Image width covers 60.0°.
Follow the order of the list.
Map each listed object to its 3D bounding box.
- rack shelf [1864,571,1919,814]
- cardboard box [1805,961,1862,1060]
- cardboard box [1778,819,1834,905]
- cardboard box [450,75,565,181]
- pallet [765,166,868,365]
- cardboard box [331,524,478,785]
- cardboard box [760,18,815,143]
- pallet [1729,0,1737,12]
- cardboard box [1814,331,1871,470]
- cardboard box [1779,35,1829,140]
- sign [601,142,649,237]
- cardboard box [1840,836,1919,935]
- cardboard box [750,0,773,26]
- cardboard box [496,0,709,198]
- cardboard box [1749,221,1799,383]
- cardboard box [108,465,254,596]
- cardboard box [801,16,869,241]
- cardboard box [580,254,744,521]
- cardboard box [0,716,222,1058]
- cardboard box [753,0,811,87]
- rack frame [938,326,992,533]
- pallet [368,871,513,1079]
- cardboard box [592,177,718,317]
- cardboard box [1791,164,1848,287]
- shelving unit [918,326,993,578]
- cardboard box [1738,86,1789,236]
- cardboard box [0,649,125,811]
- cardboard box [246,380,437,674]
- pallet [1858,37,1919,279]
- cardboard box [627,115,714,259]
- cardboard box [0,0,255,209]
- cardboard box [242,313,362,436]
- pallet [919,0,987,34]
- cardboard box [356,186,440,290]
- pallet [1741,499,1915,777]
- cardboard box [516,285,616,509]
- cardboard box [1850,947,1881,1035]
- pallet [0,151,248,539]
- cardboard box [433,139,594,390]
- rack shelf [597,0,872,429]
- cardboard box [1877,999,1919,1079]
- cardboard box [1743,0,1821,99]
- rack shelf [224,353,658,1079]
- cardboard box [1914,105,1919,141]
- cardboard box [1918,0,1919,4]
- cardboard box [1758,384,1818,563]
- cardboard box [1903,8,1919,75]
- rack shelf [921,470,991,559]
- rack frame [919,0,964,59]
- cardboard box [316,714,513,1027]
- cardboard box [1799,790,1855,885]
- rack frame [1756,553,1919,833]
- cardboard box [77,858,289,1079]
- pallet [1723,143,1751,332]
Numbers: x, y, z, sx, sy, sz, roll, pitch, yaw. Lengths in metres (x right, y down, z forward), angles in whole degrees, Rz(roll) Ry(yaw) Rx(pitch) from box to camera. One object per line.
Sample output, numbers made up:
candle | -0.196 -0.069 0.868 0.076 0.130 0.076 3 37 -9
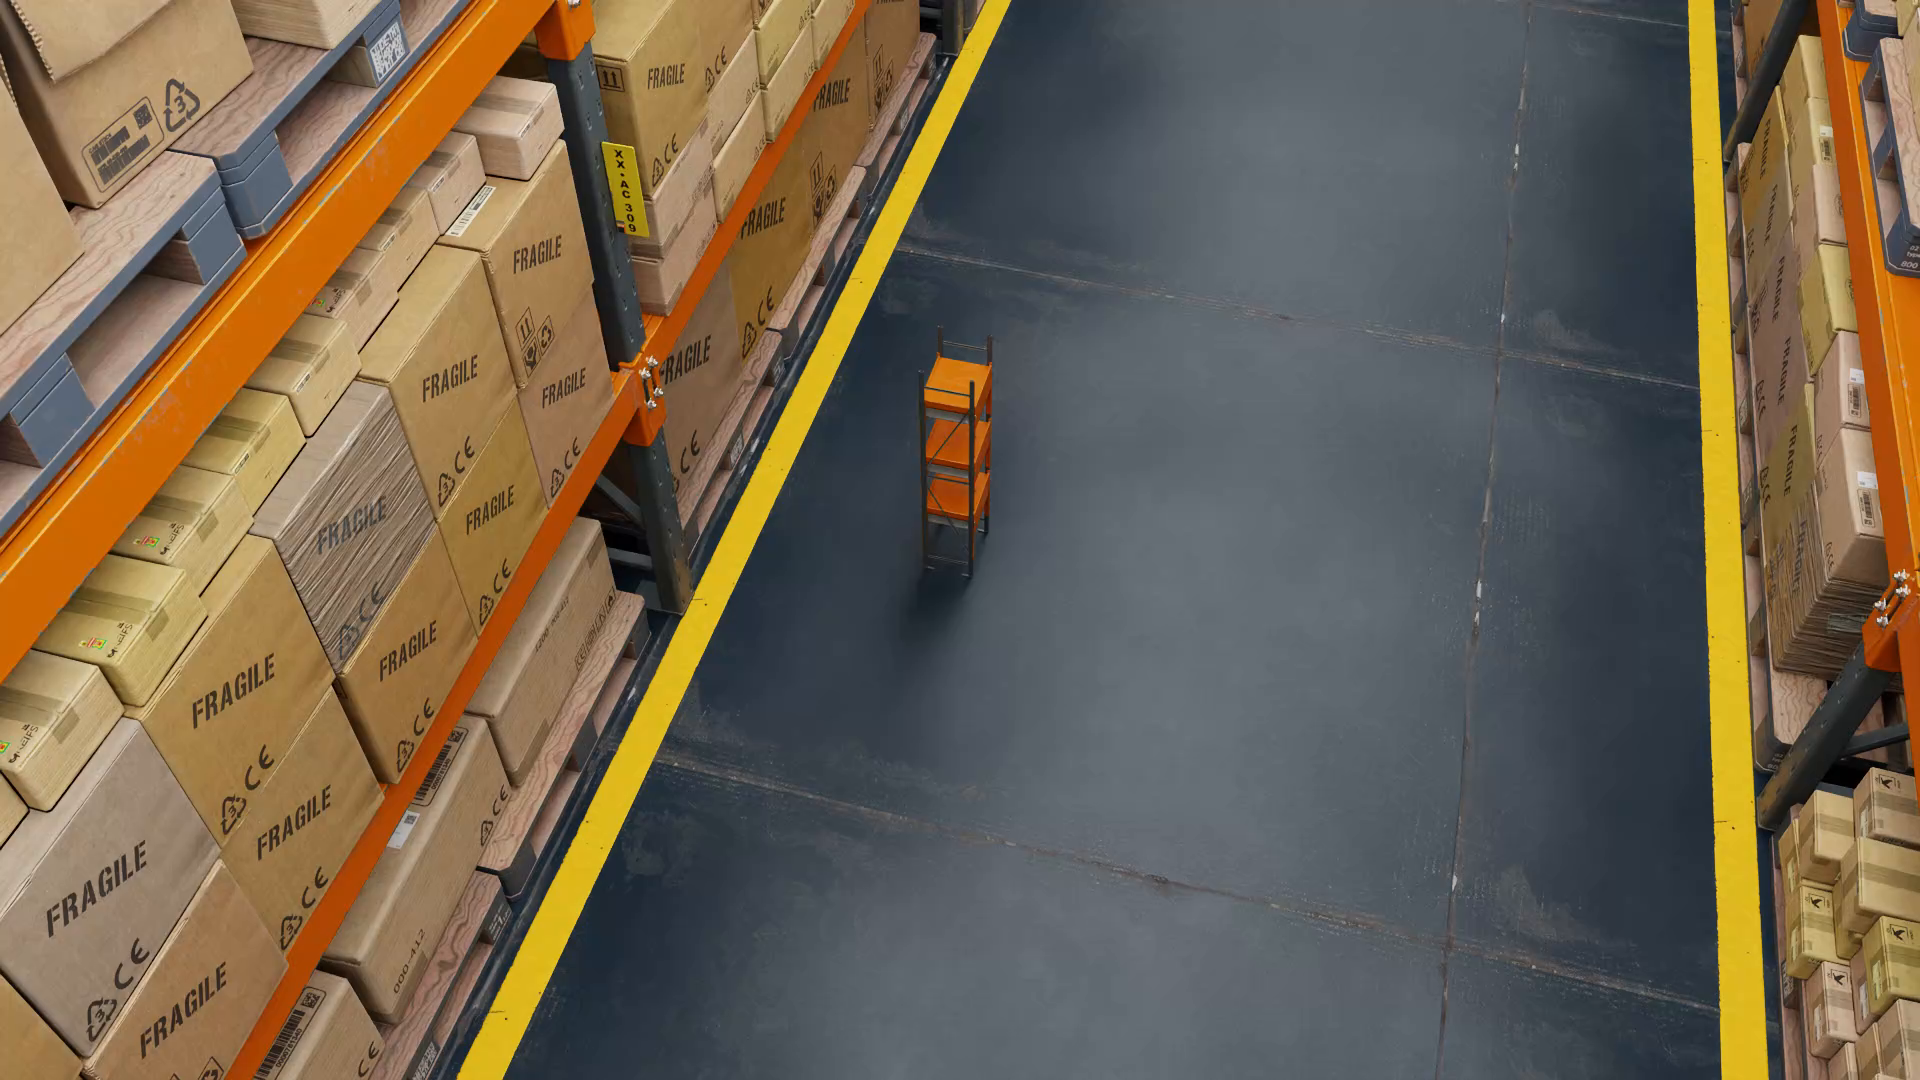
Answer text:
rack shelf | 2.744 1.751 3.602 1.077 0.370 4.000 12 50 10
cardboard box | 2.779 1.454 5.007 0.380 0.149 0.250 11 50 10
cardboard box | 2.865 1.071 5.344 0.380 0.149 0.250 10 49 8
cardboard box | -1.306 -1.130 4.499 0.380 0.149 0.250 11 49 9
pallet | -1.082 -1.373 7.739 1.003 0.211 1.213 12 50 10
cardboard box | -1.656 0.256 4.376 0.500 0.500 0.500 11 49 9
cardboard box | -0.876 -1.796 6.353 0.500 0.250 0.500 11 50 10
pallet | 4.926 -3.339 9.475 1.003 0.211 1.213 12 50 10
cardboard box | 3.371 -0.451 5.953 0.500 0.250 0.500 14 50 12
cardboard box | 3.908 -1.936 7.263 0.500 0.250 0.500 10 49 8
sign | -0.996 -1.041 4.957 0.100 0.325 0.005 12 50 10
cardboard box | 2.850 1.070 4.948 0.380 0.149 0.250 14 50 12
cardboard box | -0.897 -2.198 5.875 0.500 0.500 0.500 10 49 9
cardboard box | -1.139 -1.463 5.225 0.500 0.500 0.500 12 50 10
cardboard box | 3.631 -0.941 6.885 0.500 0.500 0.500 10 49 9
cardboard box | -1.753 -0.037 3.535 0.380 0.149 0.250 12 50 10
cardboard box | -0.980 -2.039 7.605 0.875 0.875 0.875 12 50 10
cardboard box | -1.446 -0.737 6.456 0.875 0.875 0.875 13 50 11
cardboard box | -1.926 0.652 3.359 0.500 0.500 0.500 11 50 10
cardboard box | -0.875 -1.958 6.163 0.500 0.250 0.500 12 50 11
rack frame | 0.018 -0.397 6.319 0.200 1.050 0.008 12 50 10
pallet | -2.127 1.506 5.199 1.003 0.211 1.213 12 50 10
cardboard box | -1.161 -1.054 5.698 0.500 0.250 0.500 11 49 9
cardboard box | 3.632 -1.213 6.626 0.500 0.250 0.500 12 50 10
shelving unit | -0.014 -0.309 6.241 0.215 1.050 0.252 12 50 10
cardboard box | 3.891 -1.677 7.535 0.500 0.500 0.500 10 49 8
cardboard box | -1.868 0.340 3.202 0.380 0.149 0.250 12 50 10
cardboard box | -1.656 -0.070 3.996 0.500 0.500 0.500 12 50 11
pallet | 3.842 -1.323 5.964 1.003 0.211 1.213 12 50 10
cardboard box | -1.144 -1.215 5.508 0.500 0.250 0.500 10 49 9
cardboard box | -1.856 -1.054 3.182 0.797 0.503 0.637 15 50 13
cardboard box | -1.635 -0.408 3.862 0.380 0.149 0.250 11 50 10
pallet | -0.272 -3.373 9.505 1.003 0.211 1.213 12 50 10
cardboard box | -1.555 -0.782 4.192 0.380 0.149 0.250 12 50 10
pallet | 3.474 0.426 6.152 1.003 0.211 1.213 12 50 10
cardboard box | -1.407 -0.484 5.029 0.500 0.500 0.500 12 50 10
cardboard box | 2.857 1.356 4.895 0.380 0.149 0.250 11 50 10
pallet | -2.080 -0.331 3.019 1.003 0.211 1.213 12 50 10
cardboard box | -1.390 -0.805 4.645 0.500 0.500 0.500 11 50 10
rack shelf | -1.005 -2.046 6.953 1.077 0.370 4.000 12 50 10
cardboard box | 2.784 1.456 4.608 0.380 0.149 0.250 10 49 9
cardboard box | 4.570 -2.644 8.222 1.050 0.750 0.750 11 49 10
rack shelf | -2.058 0.848 4.400 1.077 0.370 4.000 12 50 10
cardboard box | 3.594 -1.451 5.837 0.380 0.149 0.250 10 49 9
cardboard box | 3.800 -2.098 6.209 0.380 0.149 0.250 12 50 10
cardboard box | 3.357 -0.201 6.233 0.500 0.500 0.500 11 49 9
cardboard box | 3.732 -1.821 6.163 0.380 0.149 0.250 13 50 11
rack shelf | -0.014 -0.118 6.457 0.215 0.259 0.240 12 50 10
rack frame | -0.479 -3.730 7.961 1.000 3.000 0.127 12 50 10
cardboard box | -2.036 0.952 5.256 0.875 0.438 0.875 10 49 9
cardboard box | 2.866 0.972 5.234 0.380 0.149 0.250 14 50 12
rack frame | 3.270 0.067 4.609 1.000 3.000 0.127 12 50 10
cardboard box | -1.924 0.997 3.722 0.500 0.500 0.500 11 50 10
pallet | 4.116 -1.339 7.710 1.003 0.211 1.213 12 50 10
